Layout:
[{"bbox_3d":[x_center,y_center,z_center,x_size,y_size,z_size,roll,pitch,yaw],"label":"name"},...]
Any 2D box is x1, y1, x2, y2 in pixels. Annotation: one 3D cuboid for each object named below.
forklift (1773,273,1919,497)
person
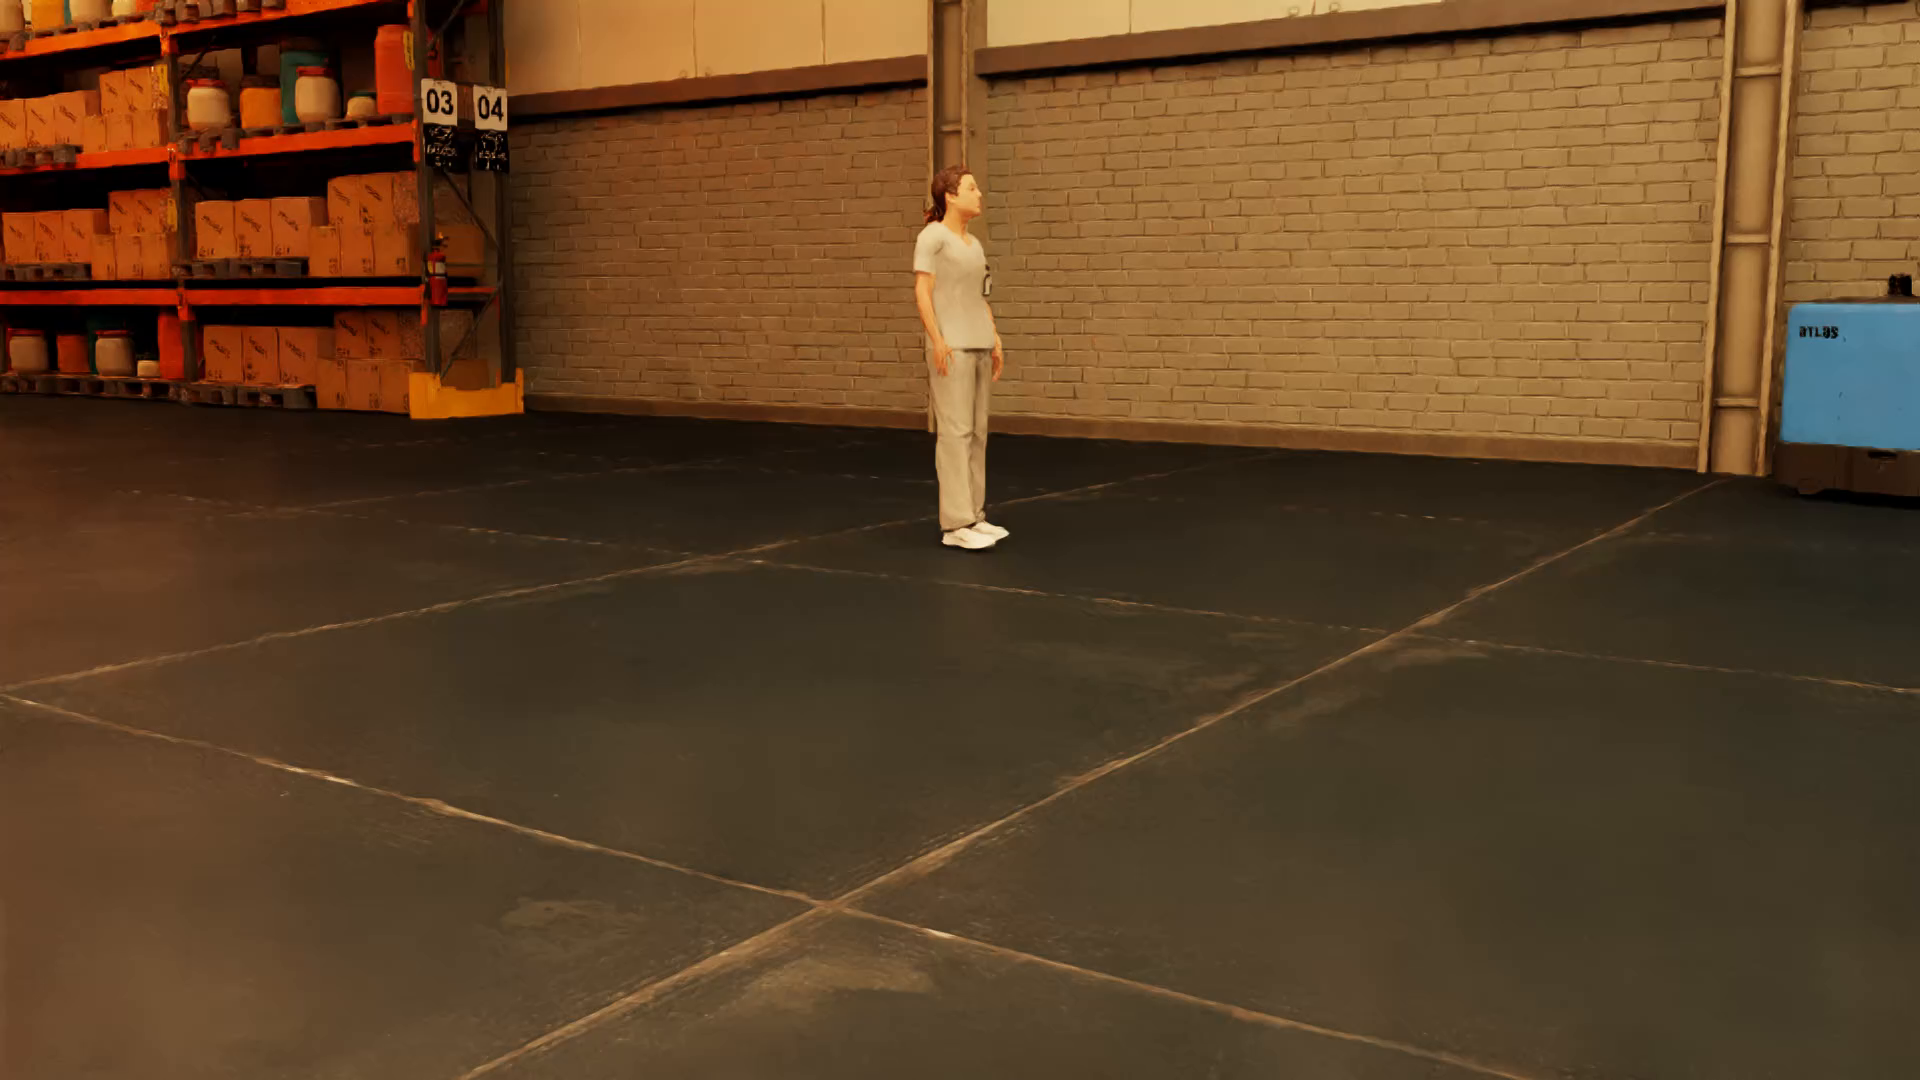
[{"bbox_3d":[5.838,-1.570,8.232,1.130,2.935,3.031,-6,10,-36],"label":"forklift"},{"bbox_3d":[0.054,-0.823,7.434,0.548,1.663,0.550,5,10,34],"label":"person"}]
